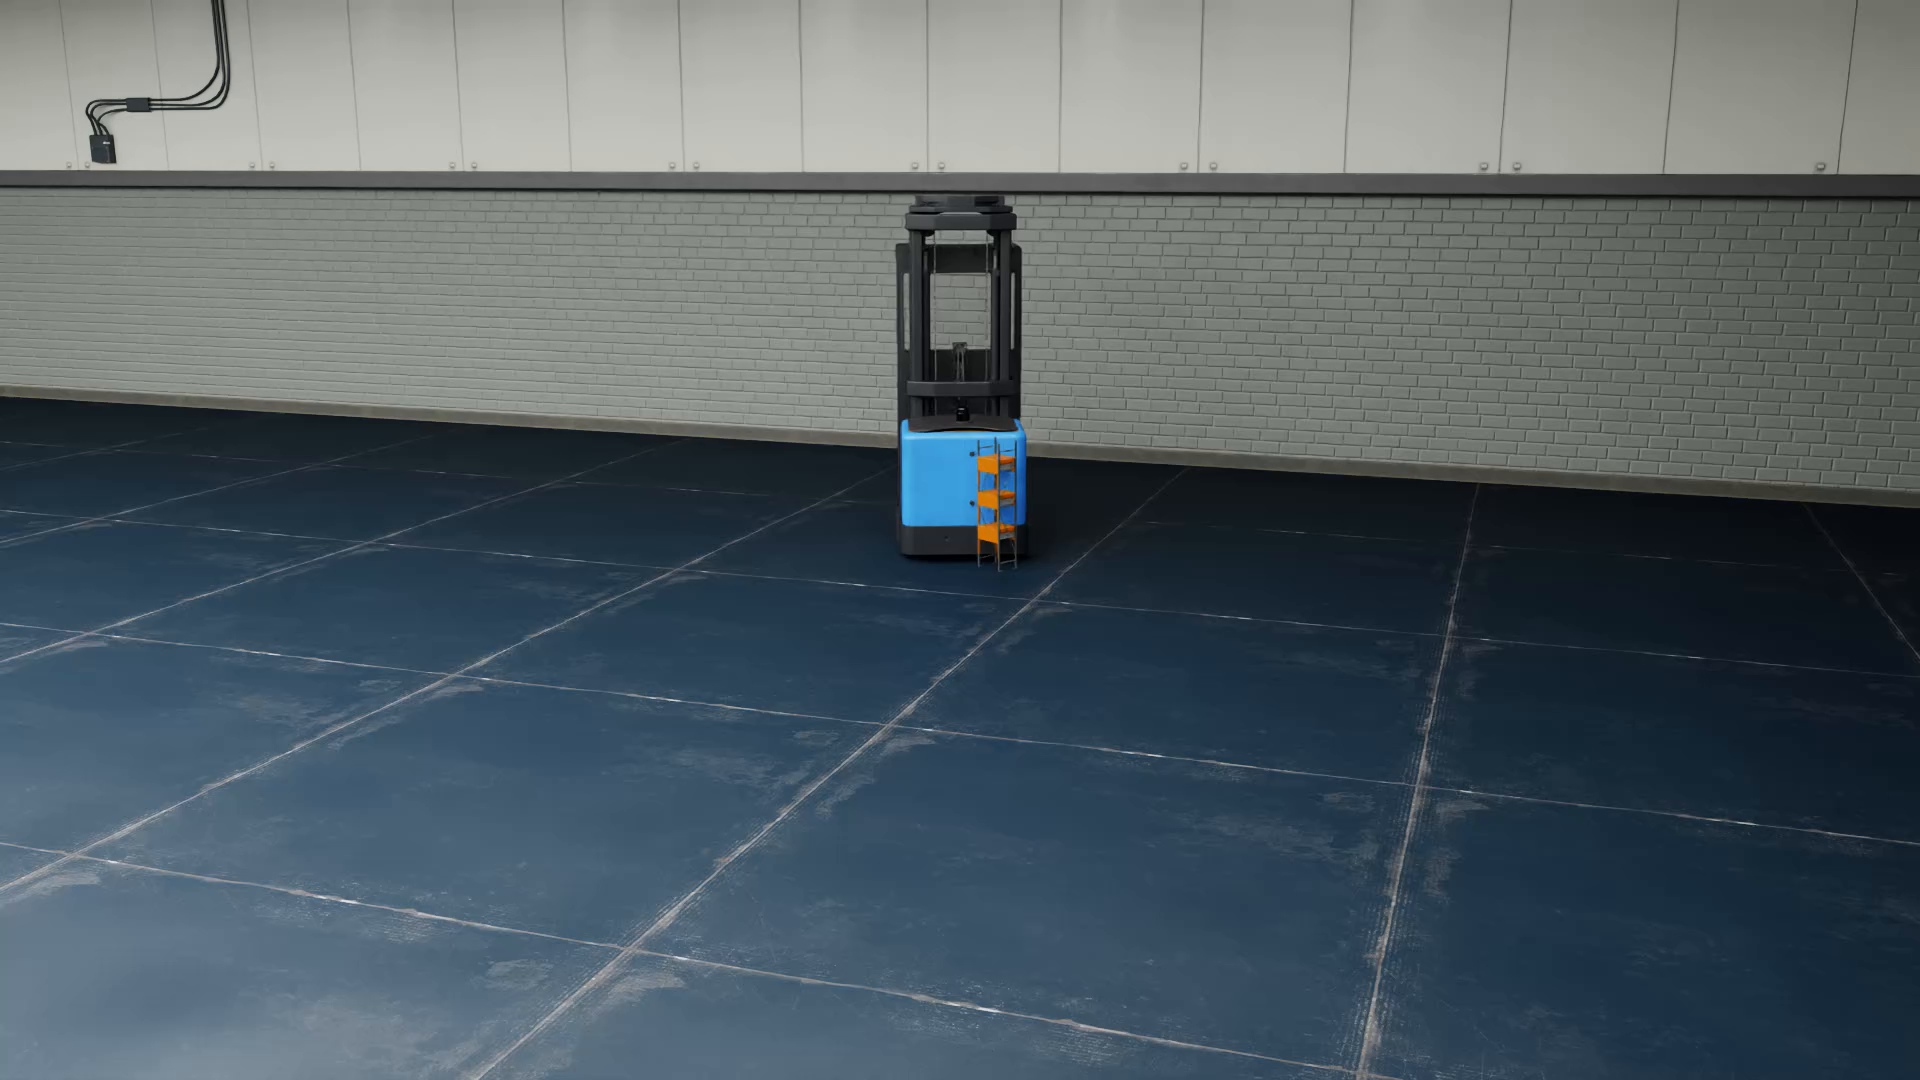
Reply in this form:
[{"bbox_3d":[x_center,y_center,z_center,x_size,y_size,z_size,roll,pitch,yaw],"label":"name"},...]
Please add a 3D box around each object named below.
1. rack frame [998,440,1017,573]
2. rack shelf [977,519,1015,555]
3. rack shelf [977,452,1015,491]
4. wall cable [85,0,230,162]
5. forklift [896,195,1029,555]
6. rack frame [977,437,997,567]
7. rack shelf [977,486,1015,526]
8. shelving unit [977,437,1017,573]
[{"bbox_3d":[0.379,-0.266,13.287,0.200,1.050,0.008,-12,17,-40],"label":"rack frame"},{"bbox_3d":[0.301,-0.005,13.443,0.215,0.259,0.240,-12,17,-40],"label":"rack shelf"},{"bbox_3d":[0.297,-0.552,13.314,0.215,0.259,0.240,-12,17,-40],"label":"rack shelf"},{"bbox_3d":[-10.307,-7.813,20.855,2.305,6.003,0.169,4,14,18],"label":"wall cable"},{"bbox_3d":[-0.017,-1.576,14.807,1.130,2.935,3.031,0,13,-2],"label":"forklift"},{"bbox_3d":[0.219,-0.307,13.466,0.200,1.050,0.008,-12,17,-40],"label":"rack frame"},{"bbox_3d":[0.299,-0.276,13.379,0.215,0.259,0.240,-12,17,-40],"label":"rack shelf"},{"bbox_3d":[0.299,-0.286,13.377,0.215,1.050,0.252,-12,17,-40],"label":"shelving unit"}]
